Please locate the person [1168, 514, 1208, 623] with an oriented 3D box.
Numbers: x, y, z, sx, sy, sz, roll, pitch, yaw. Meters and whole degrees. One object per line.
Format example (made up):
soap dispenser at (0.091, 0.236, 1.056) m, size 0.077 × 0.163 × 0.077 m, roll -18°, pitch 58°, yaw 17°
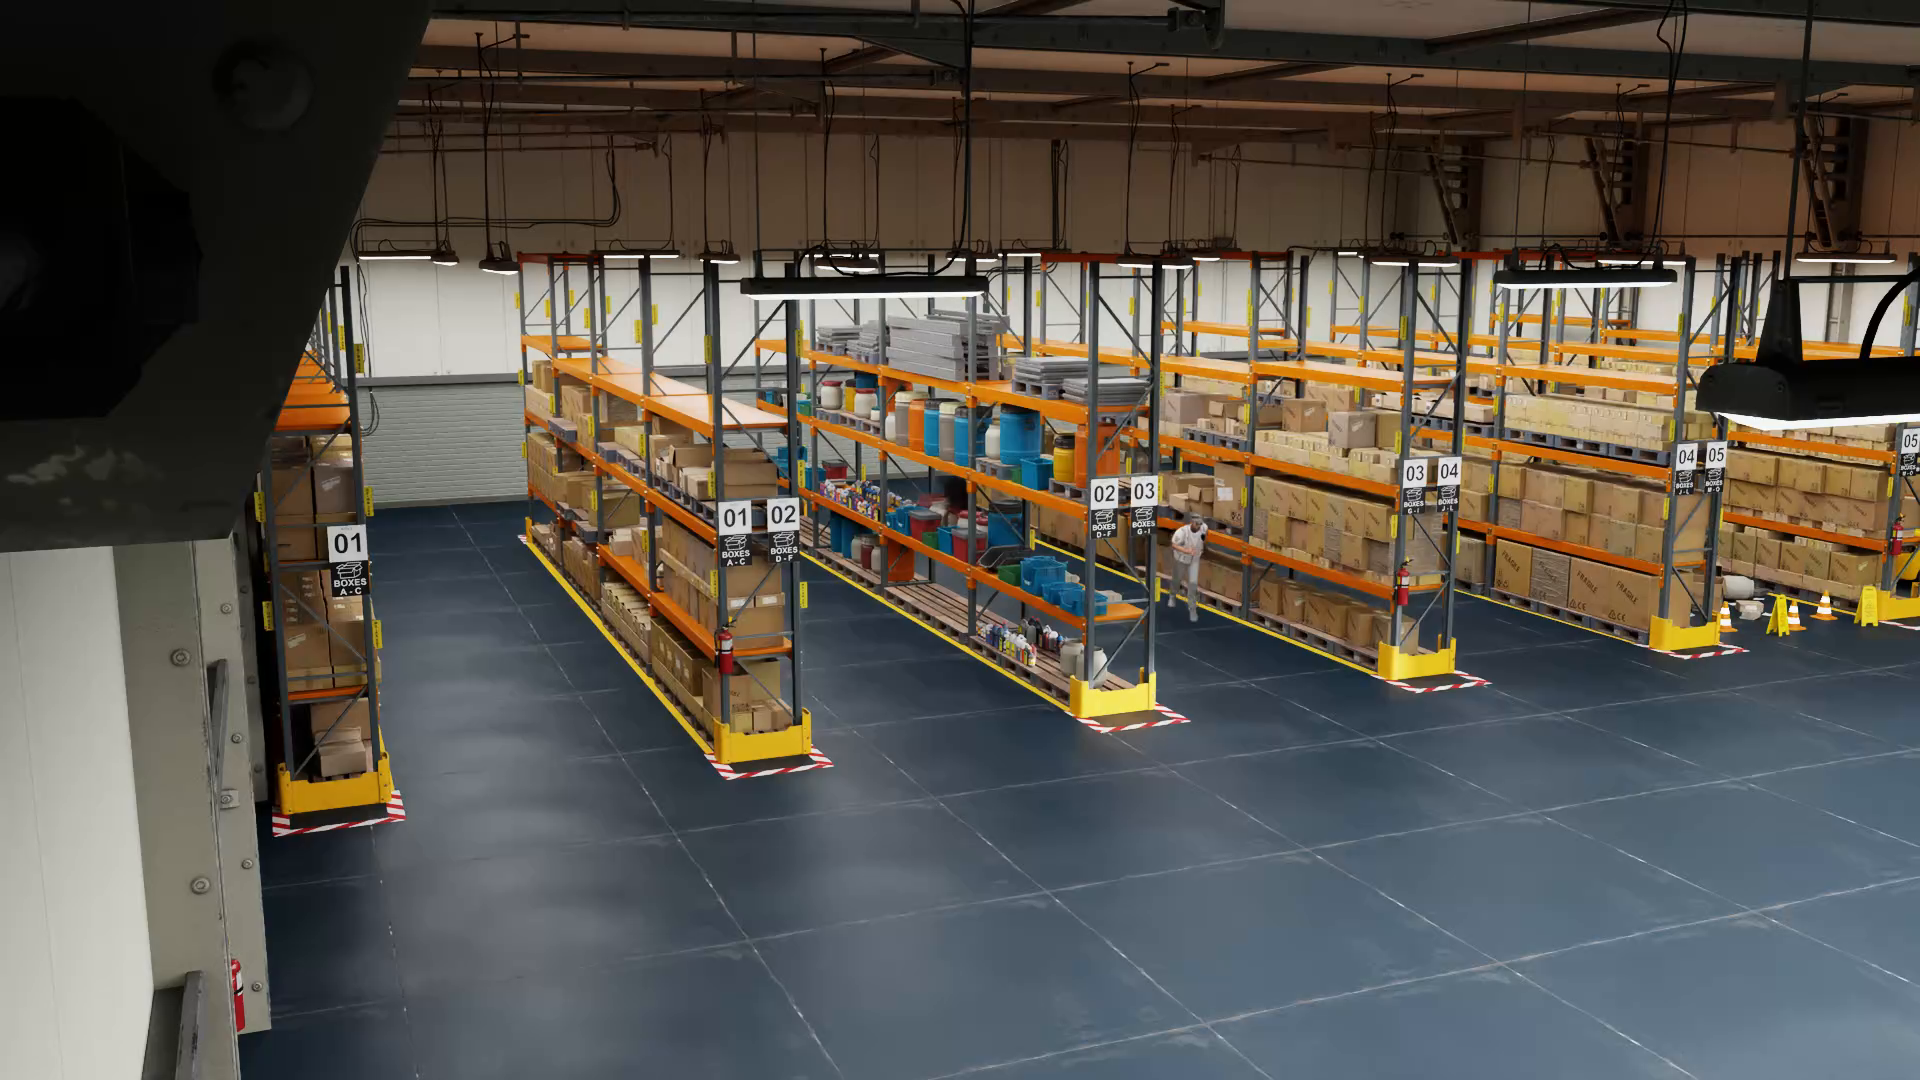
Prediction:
person at (3.677, 0.396, 26.979) m, size 0.705 × 1.782 × 0.965 m, roll -3°, pitch 11°, yaw -18°
